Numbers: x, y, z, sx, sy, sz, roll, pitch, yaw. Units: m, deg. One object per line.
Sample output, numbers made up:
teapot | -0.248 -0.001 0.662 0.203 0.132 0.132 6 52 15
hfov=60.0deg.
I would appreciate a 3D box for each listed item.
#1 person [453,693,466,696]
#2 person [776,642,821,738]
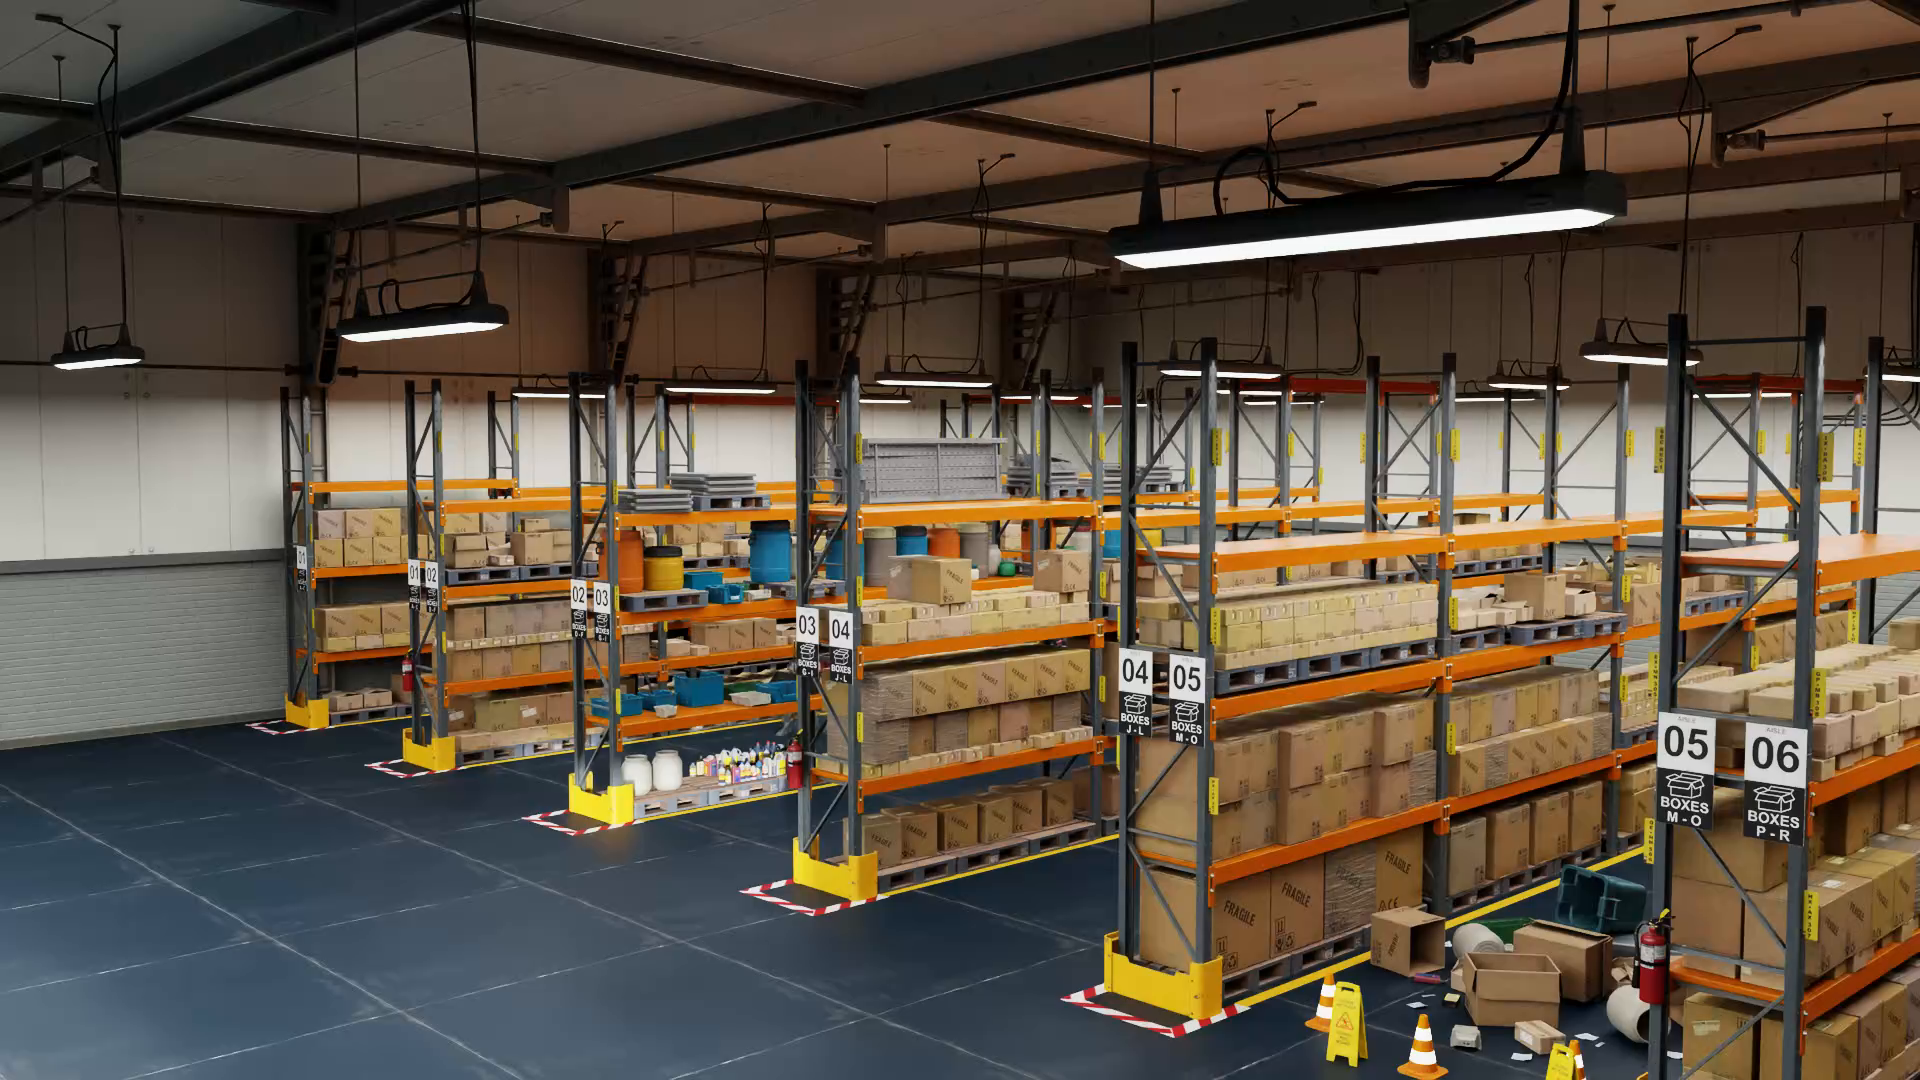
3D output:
person | -8.530 2.552 28.288 0.618 1.632 0.522 2 4 24
person | -2.681 2.527 28.114 0.797 1.663 0.662 -2 4 -30
